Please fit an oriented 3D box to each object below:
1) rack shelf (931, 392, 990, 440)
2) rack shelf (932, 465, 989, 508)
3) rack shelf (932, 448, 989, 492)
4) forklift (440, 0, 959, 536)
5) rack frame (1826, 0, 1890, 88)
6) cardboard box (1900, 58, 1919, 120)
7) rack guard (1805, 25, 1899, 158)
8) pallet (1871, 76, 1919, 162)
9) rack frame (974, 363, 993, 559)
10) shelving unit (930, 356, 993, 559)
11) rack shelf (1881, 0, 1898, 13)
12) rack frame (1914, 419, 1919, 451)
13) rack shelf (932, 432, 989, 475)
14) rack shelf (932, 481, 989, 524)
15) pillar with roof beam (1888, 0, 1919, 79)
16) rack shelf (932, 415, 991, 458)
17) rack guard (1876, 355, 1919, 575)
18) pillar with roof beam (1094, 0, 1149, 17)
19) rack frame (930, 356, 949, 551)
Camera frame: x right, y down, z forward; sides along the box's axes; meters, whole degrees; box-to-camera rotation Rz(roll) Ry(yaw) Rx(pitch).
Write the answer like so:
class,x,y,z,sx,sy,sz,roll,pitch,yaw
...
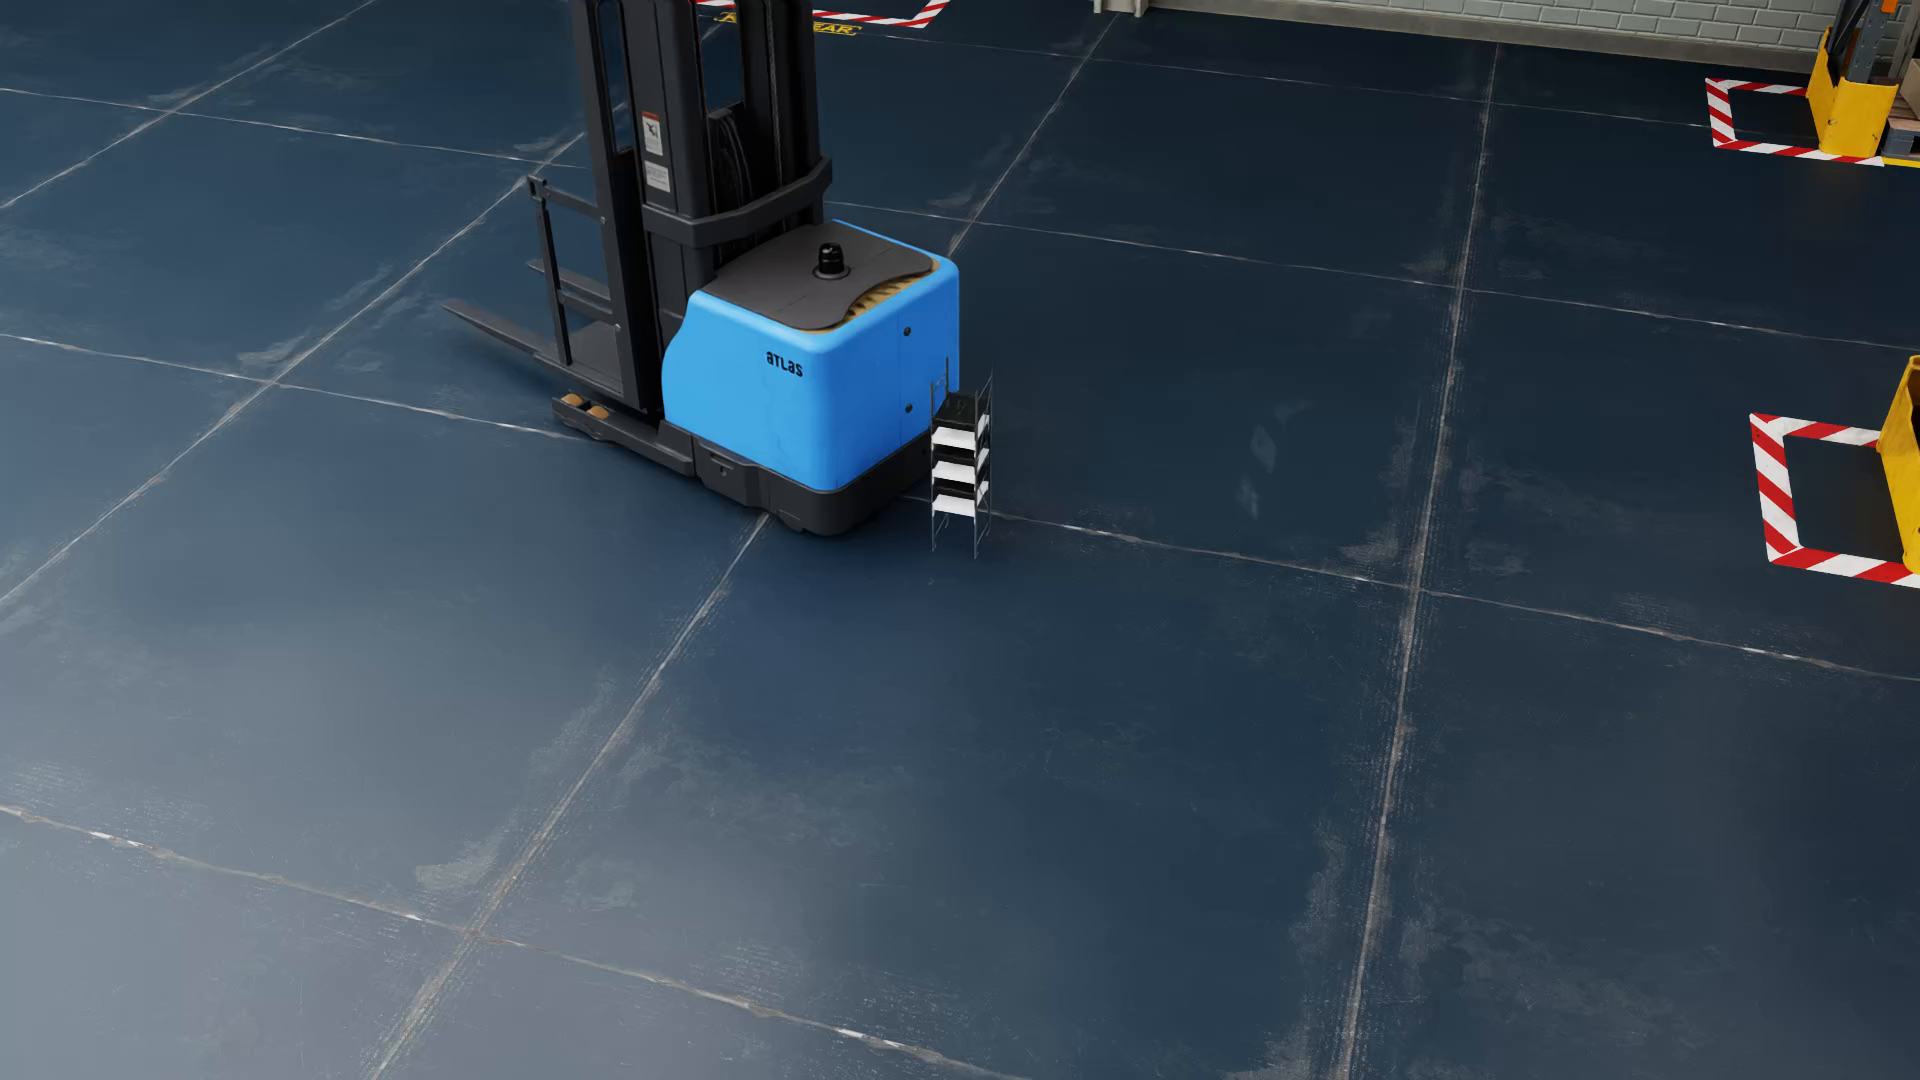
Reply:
class,x,y,z,sx,sy,sz,roll,pitch,yaw
rack shelf,0.008,-0.552,7.341,0.200,0.077,0.258,10,38,14
rack shelf,0.008,-0.262,7.554,0.200,0.077,0.258,10,38,14
rack shelf,0.008,-0.334,7.501,0.200,0.077,0.258,10,38,14
forklift,-1.463,-1.913,7.876,3.031,2.935,1.130,25,43,30
rack frame,6.130,-4.157,10.867,0.127,3.000,1.000,10,38,14
cardboard box,6.763,-3.078,11.298,0.500,0.311,0.500,6,37,9
rack guard,6.202,-3.136,11.590,0.348,0.500,1.175,10,38,14
pallet,6.967,-2.857,11.453,1.213,0.211,1.003,10,38,14
rack frame,0.105,-0.343,7.457,0.006,0.900,0.240,10,38,14
shelving unit,0.008,-0.361,7.481,0.210,0.900,0.258,10,38,14
rack shelf,8.039,-3.513,10.600,4.000,0.370,1.077,10,38,14
rack frame,4.656,-1.353,7.058,0.127,3.000,1.000,10,38,14
rack shelf,0.008,-0.407,7.448,0.200,0.077,0.258,10,38,14
rack shelf,0.008,-0.189,7.608,0.200,0.077,0.258,10,38,14
pillar with roof beam,5.772,-4.503,6.276,0.400,9.000,9.100,10,38,14
rack shelf,0.008,-0.479,7.394,0.200,0.077,0.258,10,38,14
rack guard,4.633,-0.351,7.805,0.348,0.500,1.175,10,38,14
pillar with roof beam,0.045,-5.563,7.717,0.400,9.000,9.100,10,38,14
rack frame,-0.089,-0.379,7.506,0.006,0.900,0.240,10,38,14
